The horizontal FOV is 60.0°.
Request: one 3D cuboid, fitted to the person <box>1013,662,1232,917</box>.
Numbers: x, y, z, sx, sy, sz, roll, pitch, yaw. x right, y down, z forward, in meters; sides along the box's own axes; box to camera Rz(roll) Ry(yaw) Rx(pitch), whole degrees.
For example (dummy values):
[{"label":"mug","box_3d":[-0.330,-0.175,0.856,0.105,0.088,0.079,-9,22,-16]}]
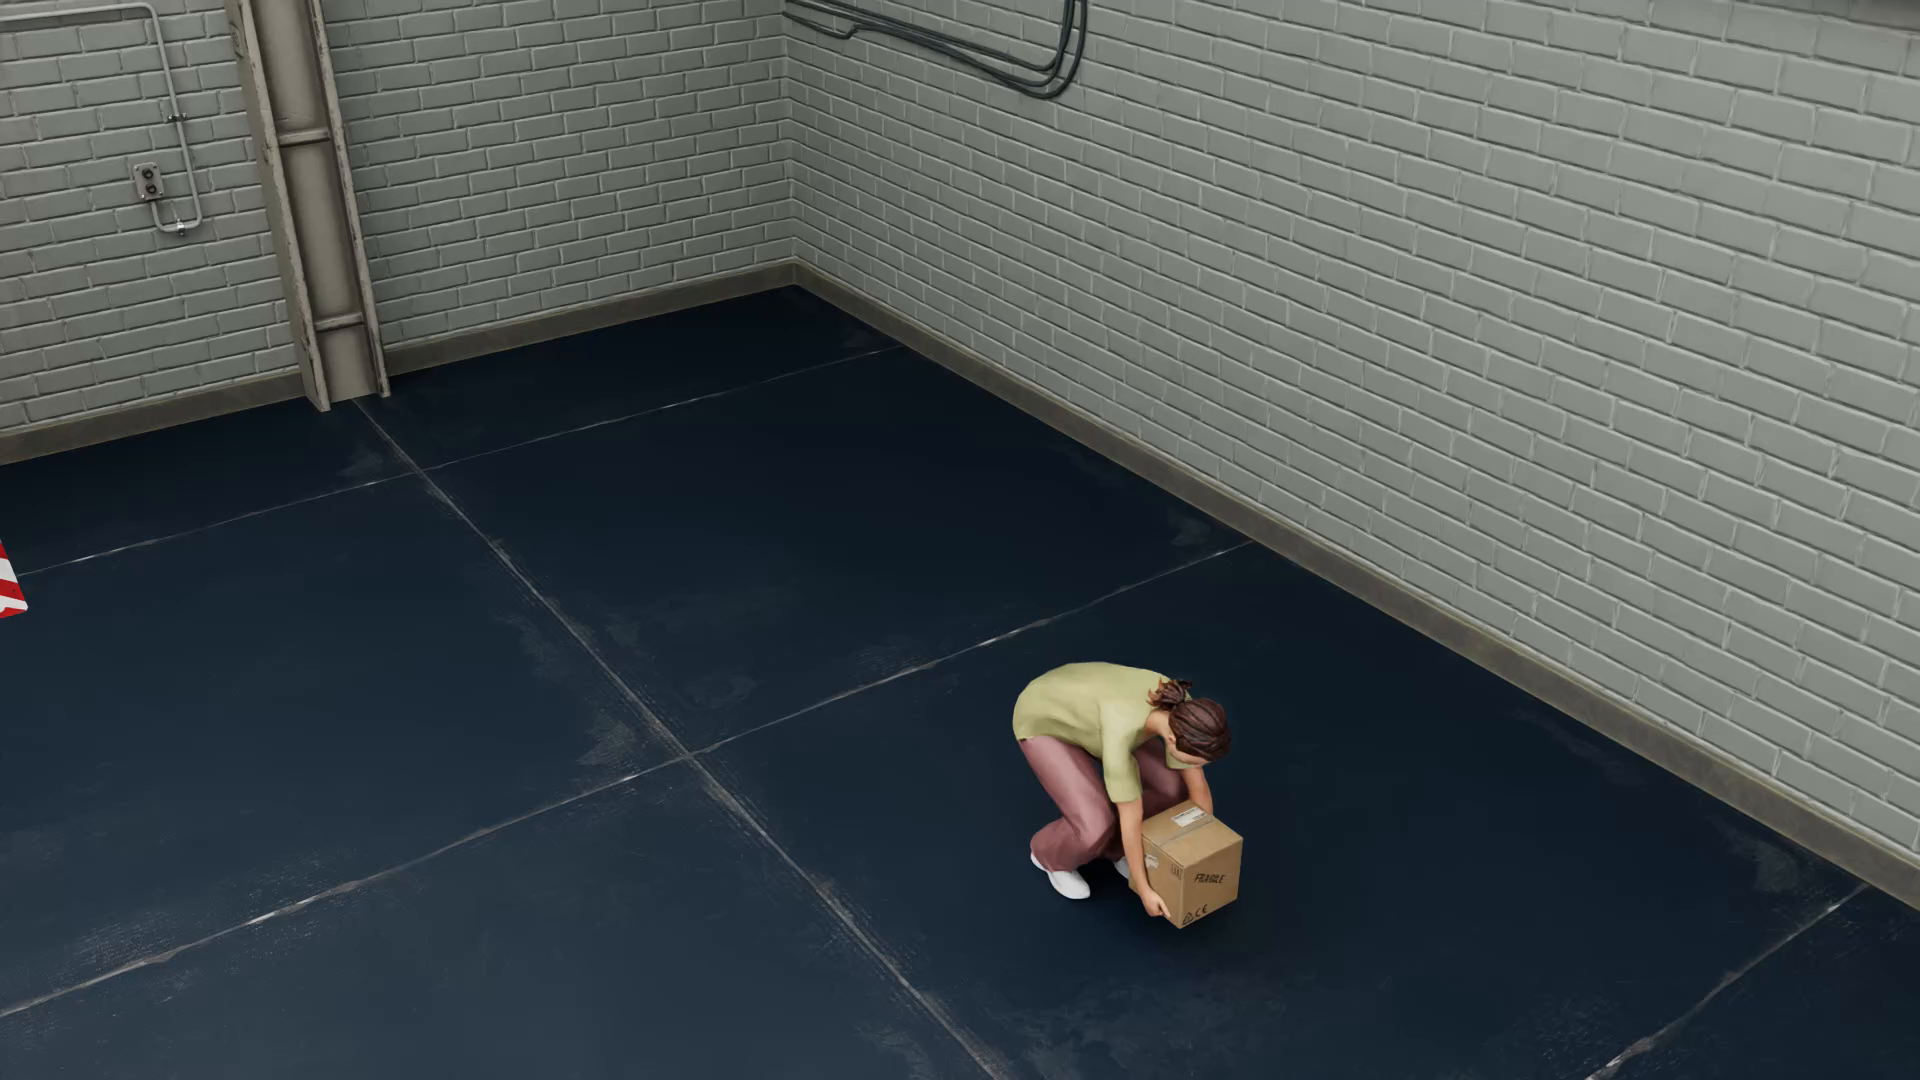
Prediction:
[{"label":"person","box_3d":[0.524,0.784,5.474,0.455,0.929,0.836,-20,34,-32]}]
